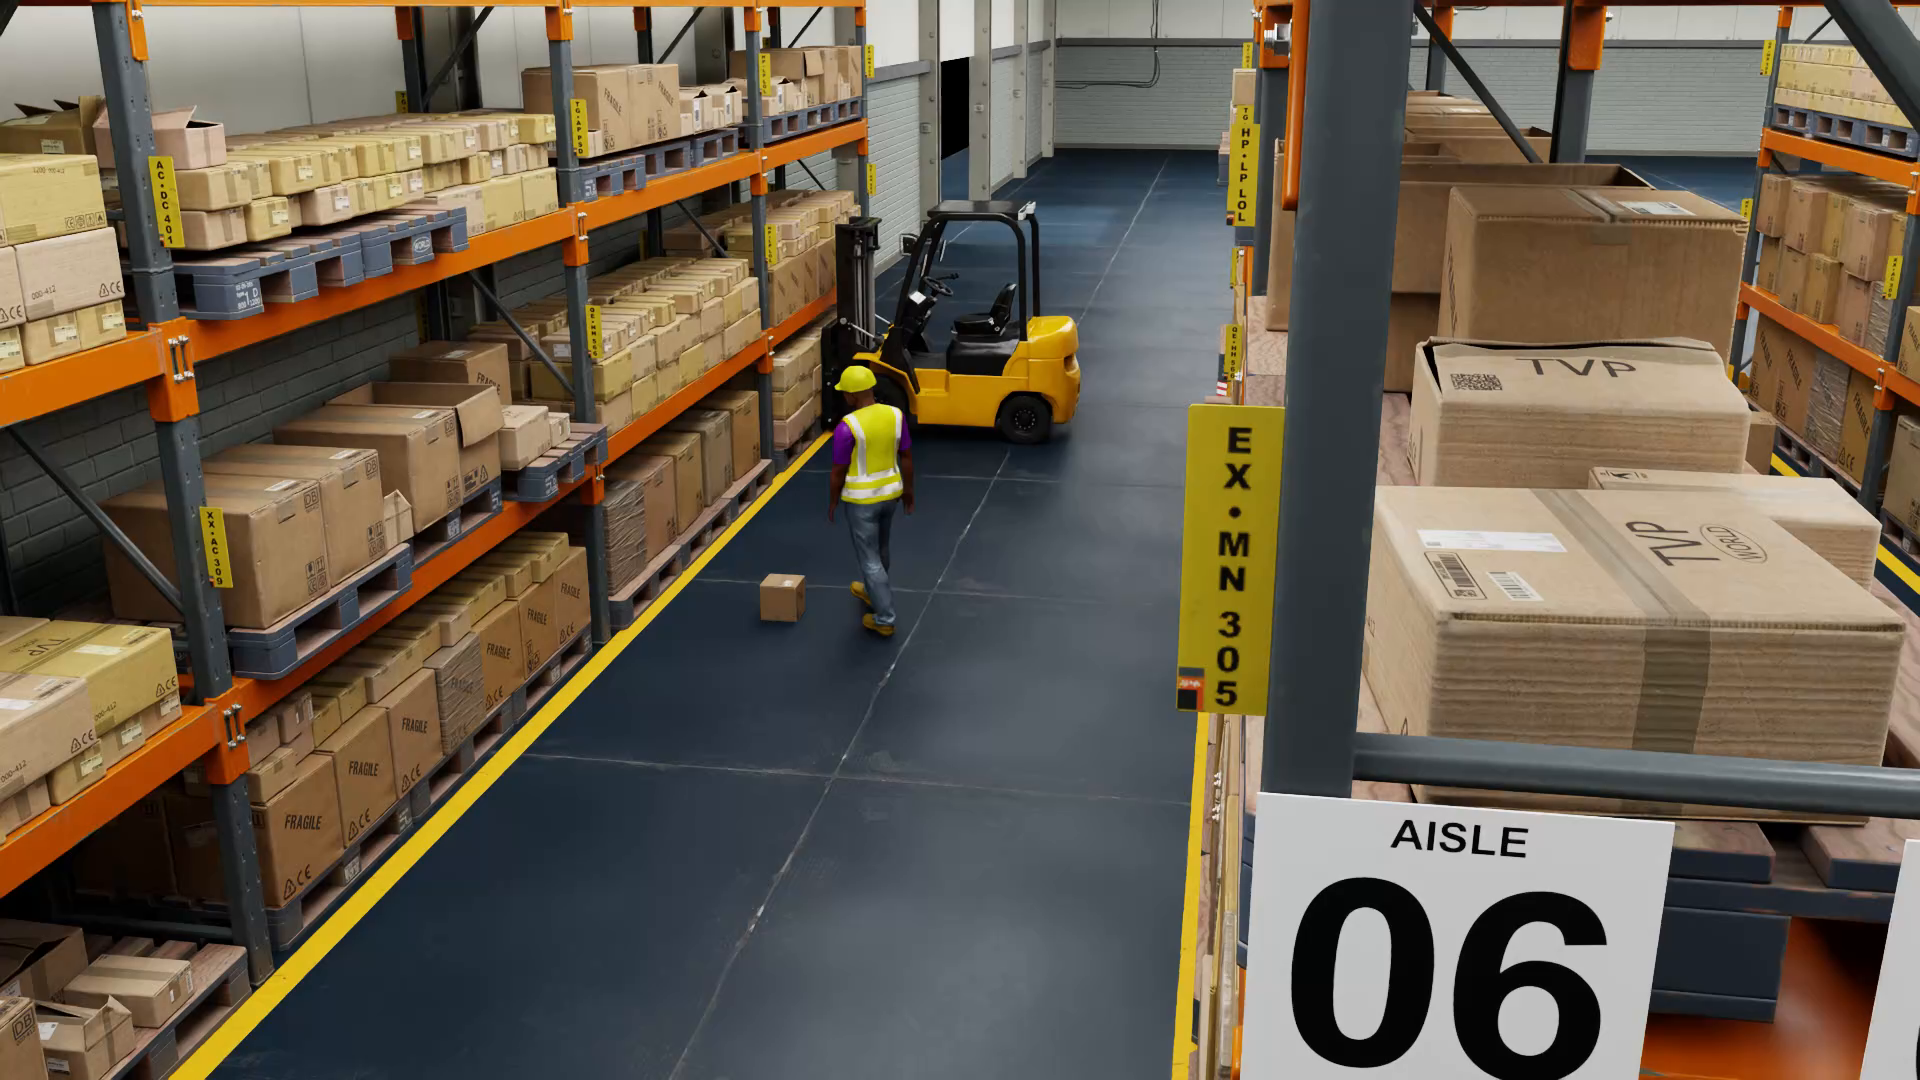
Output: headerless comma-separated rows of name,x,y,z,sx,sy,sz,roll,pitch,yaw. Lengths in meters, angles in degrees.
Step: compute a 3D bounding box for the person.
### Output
person,-0.633,-0.307,10.925,0.614,1.743,0.782,-16,24,-40
